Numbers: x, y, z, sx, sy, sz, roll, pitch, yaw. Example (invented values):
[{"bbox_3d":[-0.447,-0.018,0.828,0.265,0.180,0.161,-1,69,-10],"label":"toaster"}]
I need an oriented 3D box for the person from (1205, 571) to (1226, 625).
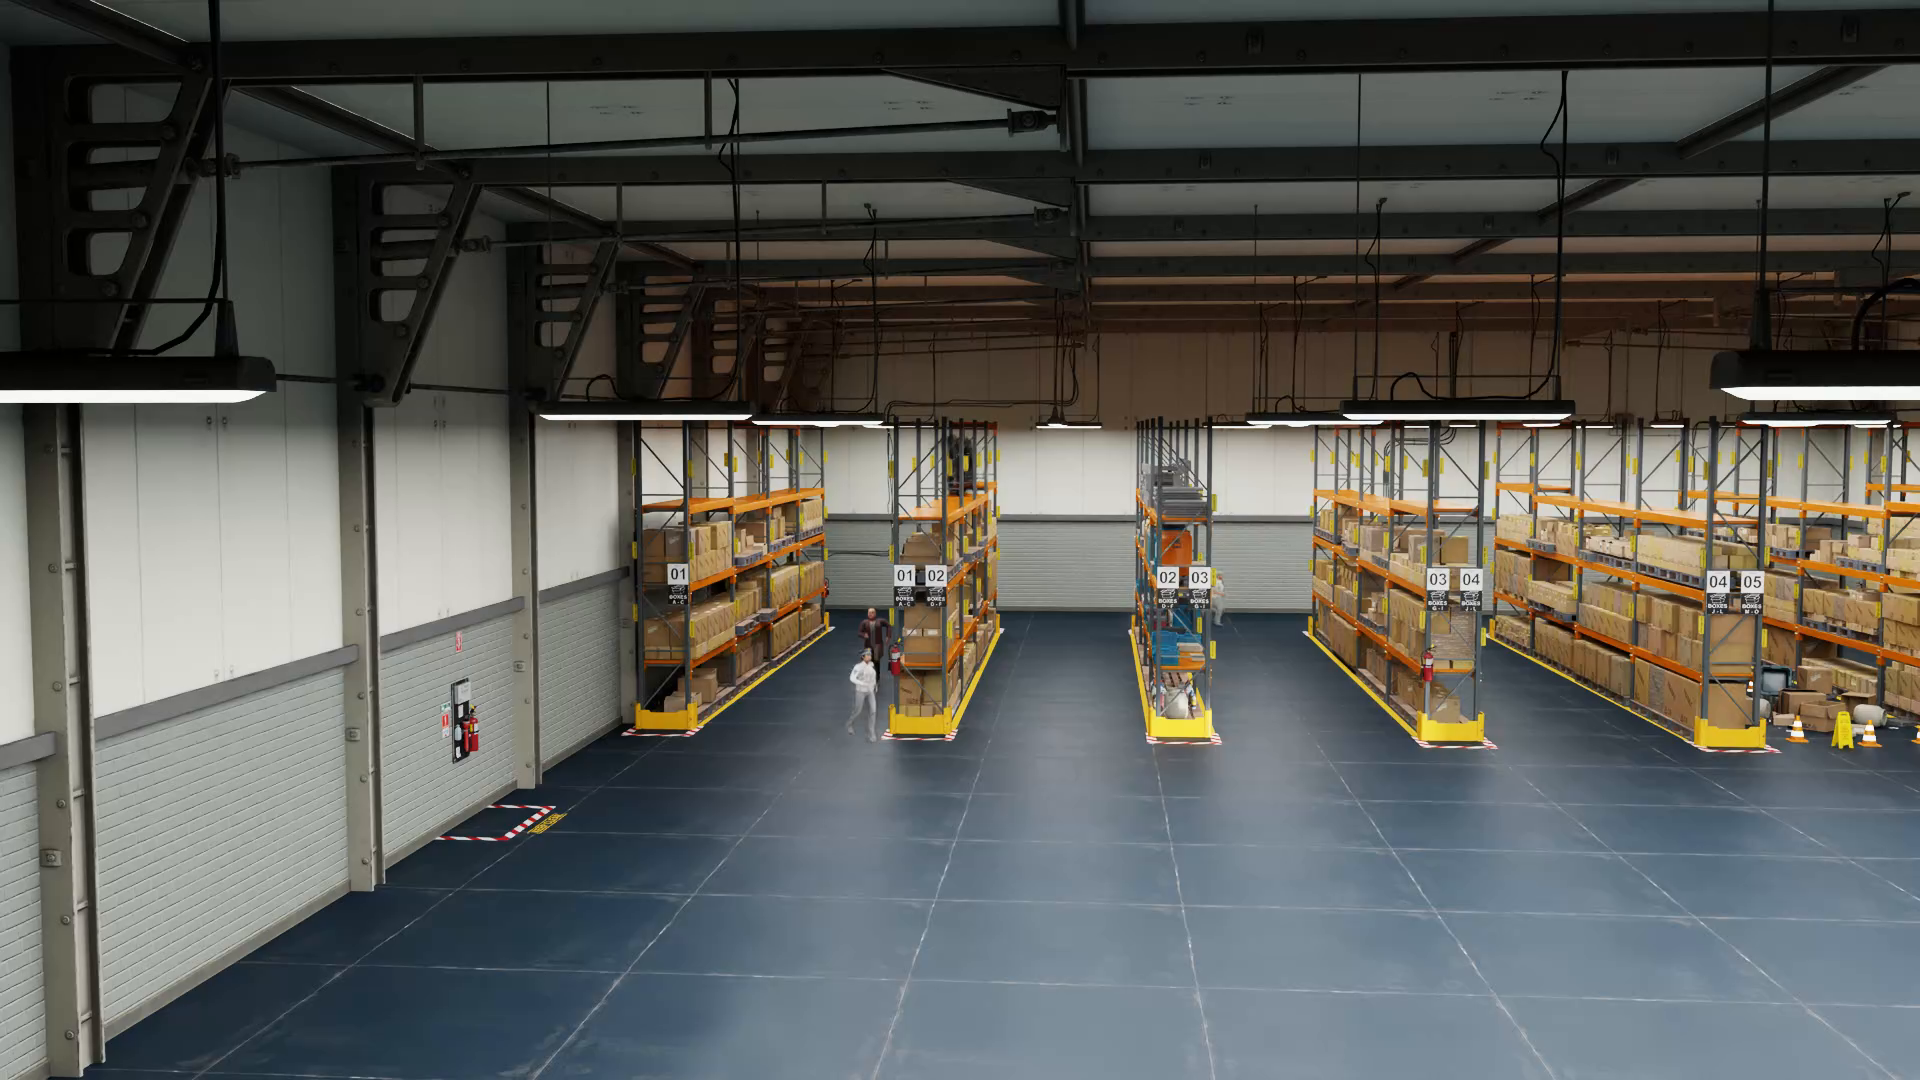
[{"bbox_3d":[7.572,1.721,49.330,0.660,1.628,0.641,2,4,23],"label":"person"}]

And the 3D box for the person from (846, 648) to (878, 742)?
[{"bbox_3d":[-1.765,2.853,30.962,0.654,1.709,0.903,-3,5,-35],"label":"person"}]

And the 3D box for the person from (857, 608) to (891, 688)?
[{"bbox_3d":[-1.914,2.411,37.161,0.726,1.798,0.948,0,4,7],"label":"person"}]
